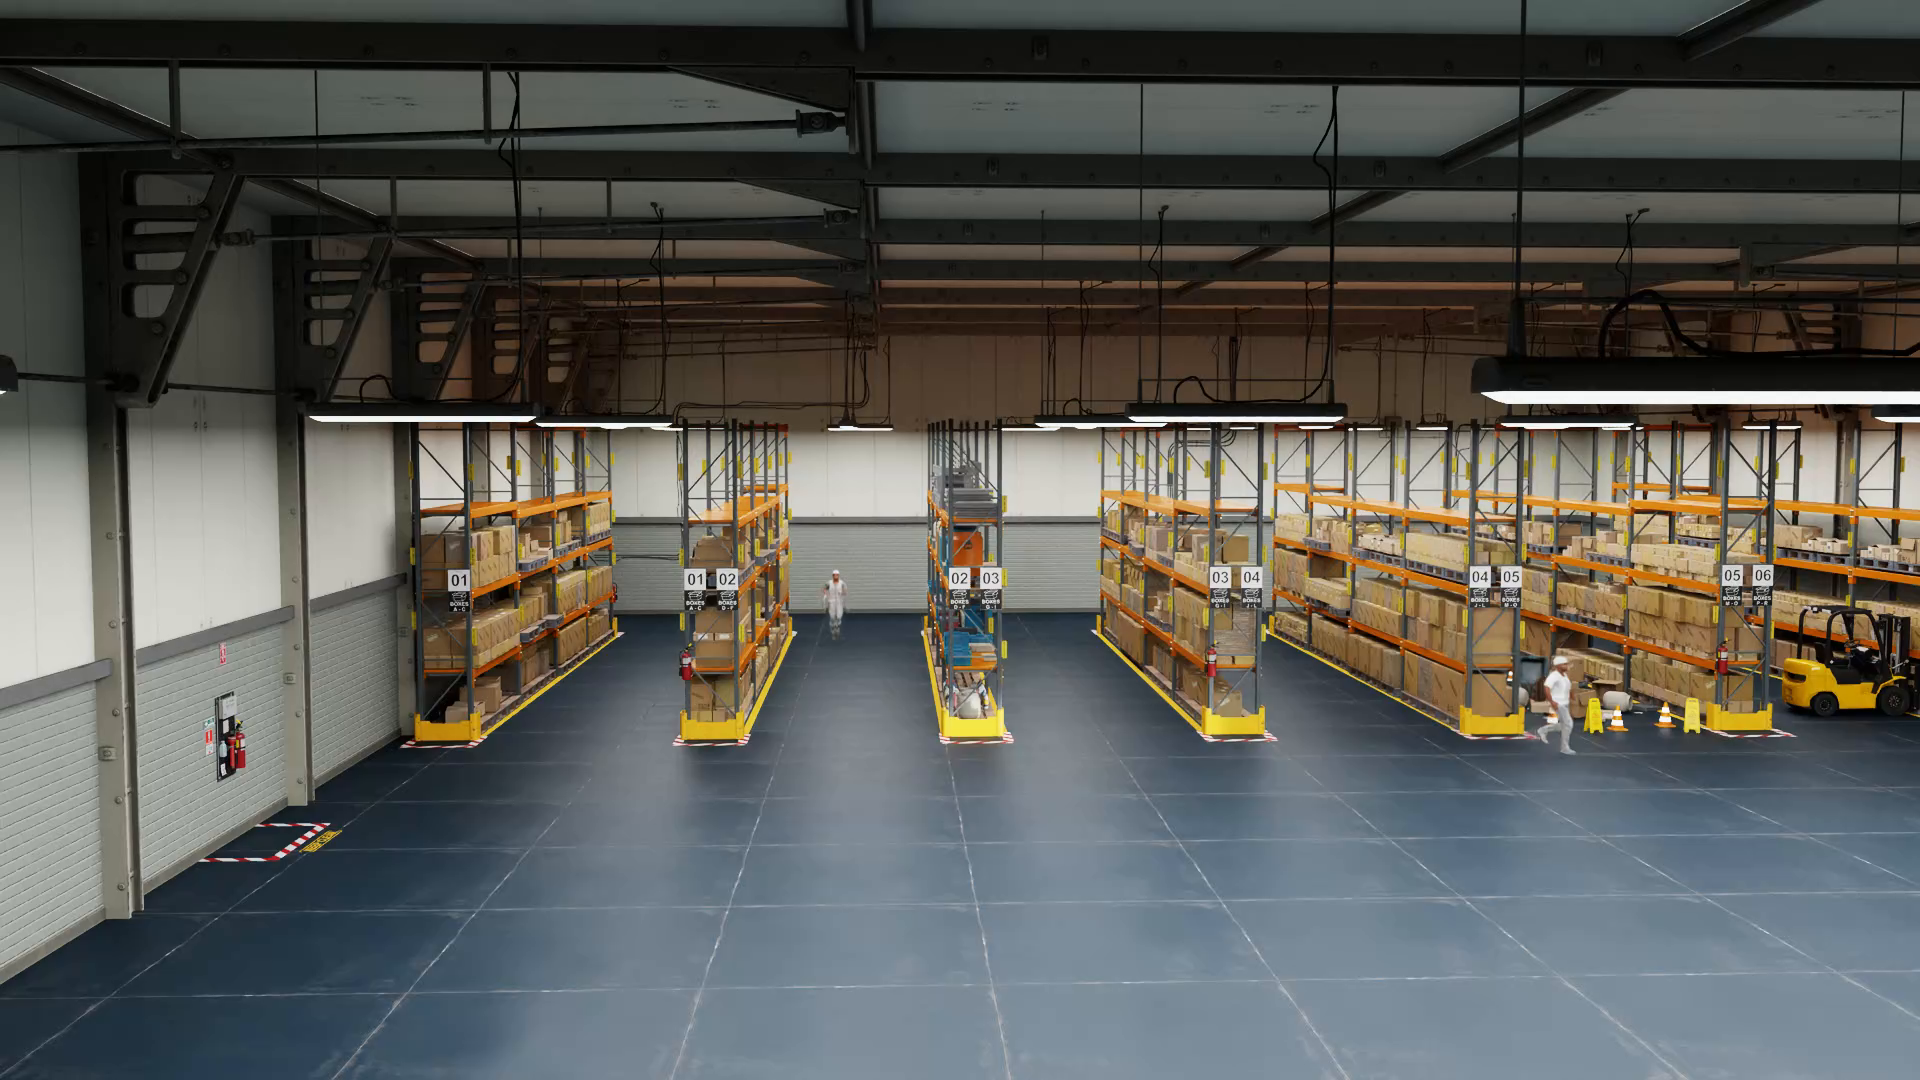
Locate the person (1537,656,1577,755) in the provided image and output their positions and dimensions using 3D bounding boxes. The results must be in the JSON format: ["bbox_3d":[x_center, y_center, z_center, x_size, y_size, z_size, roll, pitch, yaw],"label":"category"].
[{"bbox_3d":[10.737,2.954,29.864,0.736,1.749,0.741,3,4,36],"label":"person"}]

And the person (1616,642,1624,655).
[{"bbox_3d":[17.126,2.213,43.011,0.555,1.512,0.550,-1,4,-8],"label":"person"}]

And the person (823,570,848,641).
[{"bbox_3d":[-3.350,1.749,44.775,0.648,1.877,0.766,-1,4,-9],"label":"person"}]

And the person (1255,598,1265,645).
[{"bbox_3d":[7.829,2.038,44.505,0.670,1.717,0.830,0,4,1],"label":"person"}]
